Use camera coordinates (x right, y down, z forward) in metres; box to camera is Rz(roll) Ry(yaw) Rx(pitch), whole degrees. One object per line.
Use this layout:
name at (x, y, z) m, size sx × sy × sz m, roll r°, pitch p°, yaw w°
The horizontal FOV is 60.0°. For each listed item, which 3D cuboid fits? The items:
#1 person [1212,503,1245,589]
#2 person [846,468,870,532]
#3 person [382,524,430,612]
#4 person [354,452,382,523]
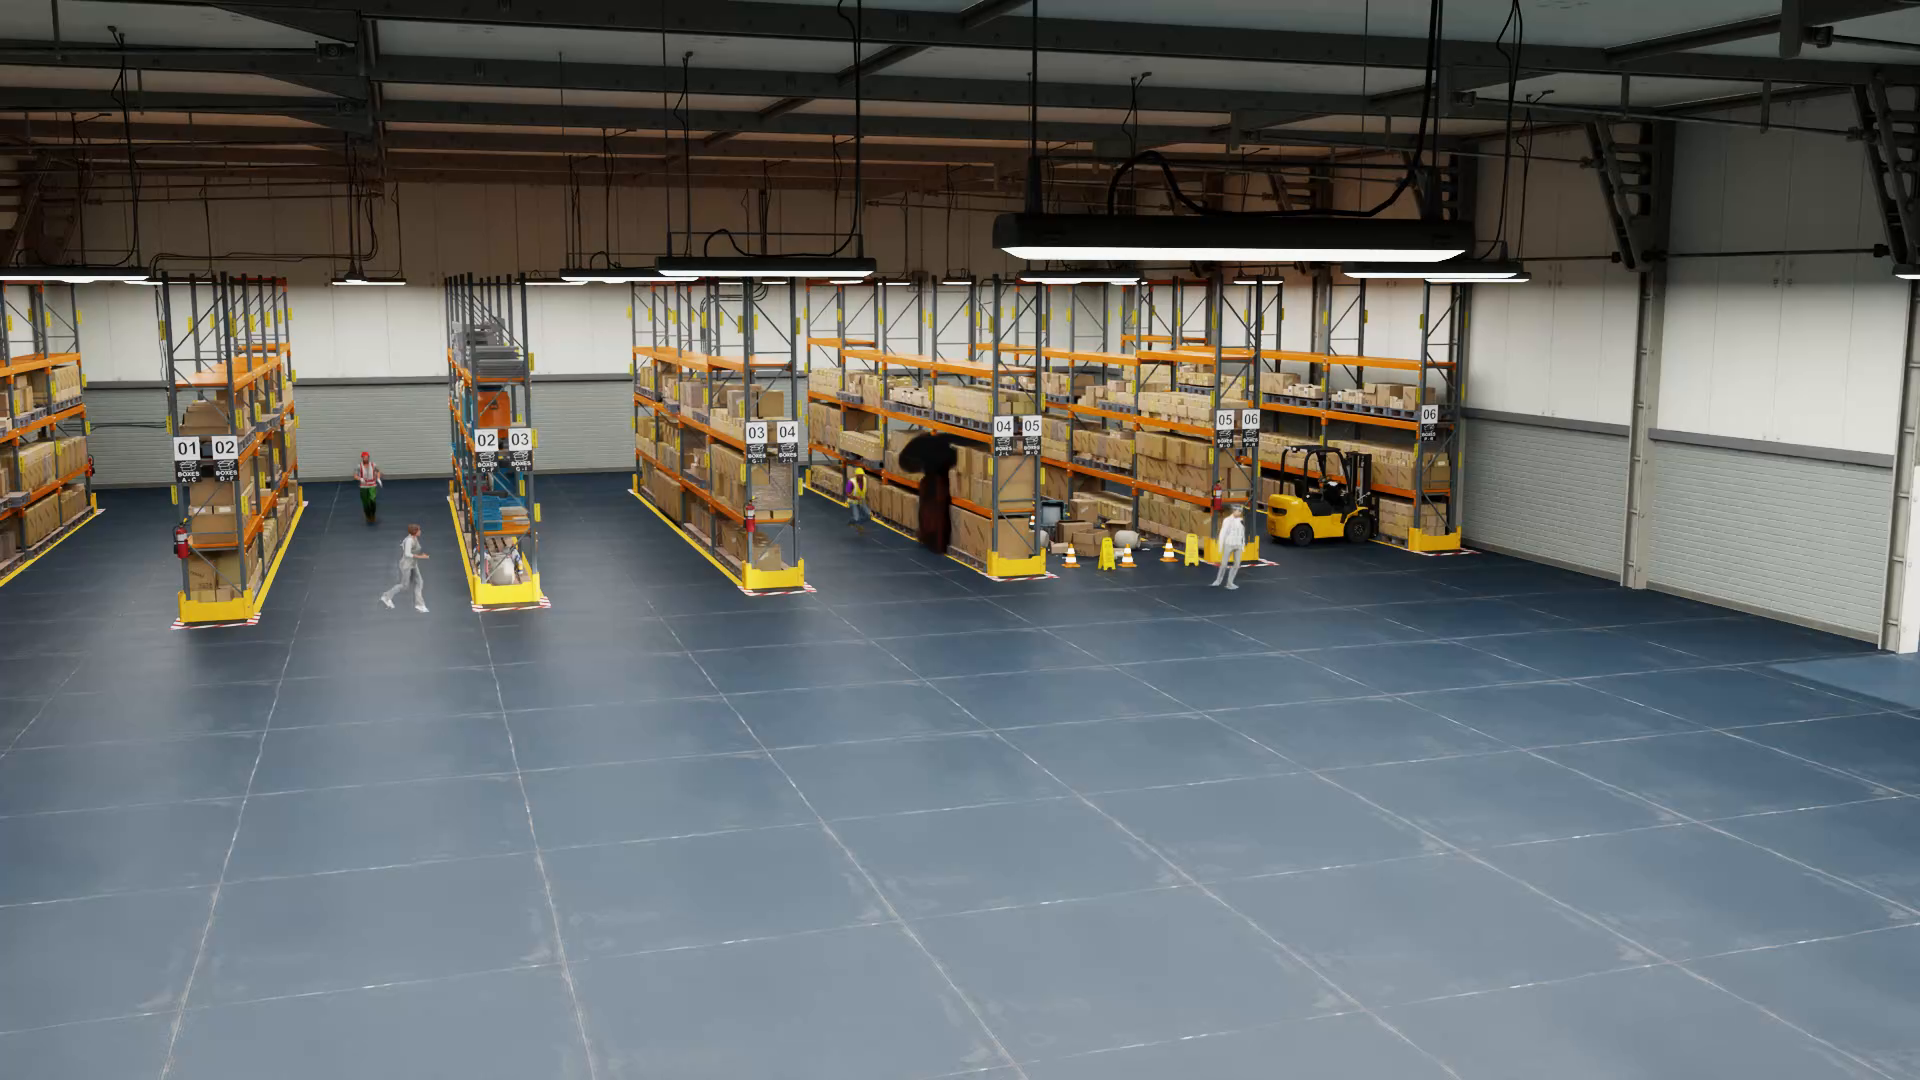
person at (5.160, 0.116, 31.867) m, size 0.595 × 1.651 × 0.484 m, roll -4°, pitch 9°, yaw -25°
person at (-2.322, -0.911, 37.990) m, size 0.722 × 1.518 × 0.828 m, roll -5°, pitch 10°, yaw -32°
person at (-9.858, 0.507, 29.598) m, size 0.904 × 1.611 × 0.510 m, roll 0°, pitch 9°, yaw 1°
person at (-14.467, -1.285, 40.657) m, size 0.640 × 1.766 × 0.777 m, roll -3°, pitch 9°, yaw -19°
